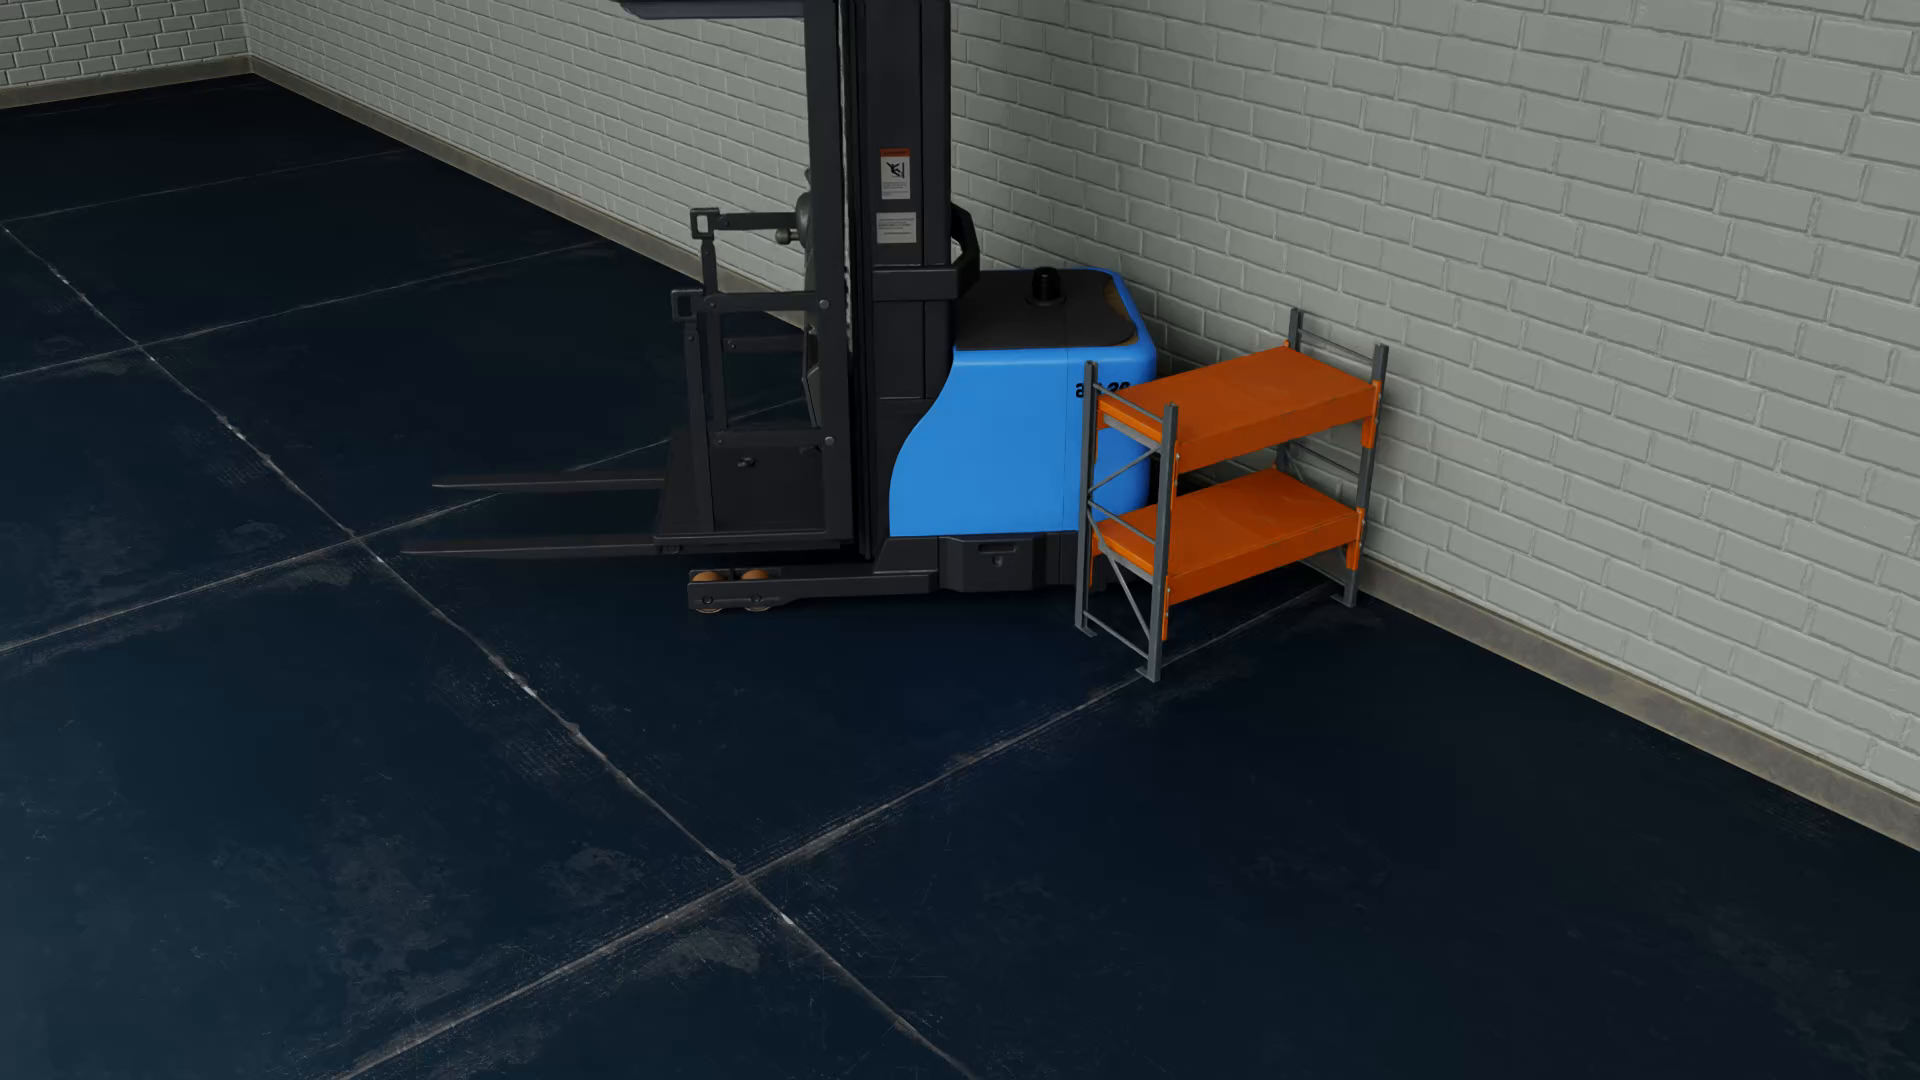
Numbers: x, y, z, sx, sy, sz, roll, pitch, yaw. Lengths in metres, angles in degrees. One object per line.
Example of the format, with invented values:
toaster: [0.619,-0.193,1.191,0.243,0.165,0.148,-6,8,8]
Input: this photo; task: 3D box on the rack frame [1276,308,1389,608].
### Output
rack frame: [1.457,-0.323,6.660,0.032,1.125,0.500,-17,33,-29]

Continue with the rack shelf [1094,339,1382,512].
rack shelf: [1.031,-0.450,6.278,1.000,0.278,0.538,-17,33,-29]

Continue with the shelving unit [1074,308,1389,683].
shelving unit: [1.031,-0.192,6.416,1.048,1.125,0.538,-17,33,-29]

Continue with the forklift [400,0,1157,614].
forklift: [-0.767,-1.255,6.489,3.031,2.935,1.130,-2,28,-4]

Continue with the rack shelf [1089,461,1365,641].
rack shelf: [1.031,0.024,6.531,1.000,0.278,0.538,-17,33,-29]

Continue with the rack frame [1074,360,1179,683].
rack frame: [0.605,-0.061,6.171,0.032,1.125,0.500,-17,33,-29]
